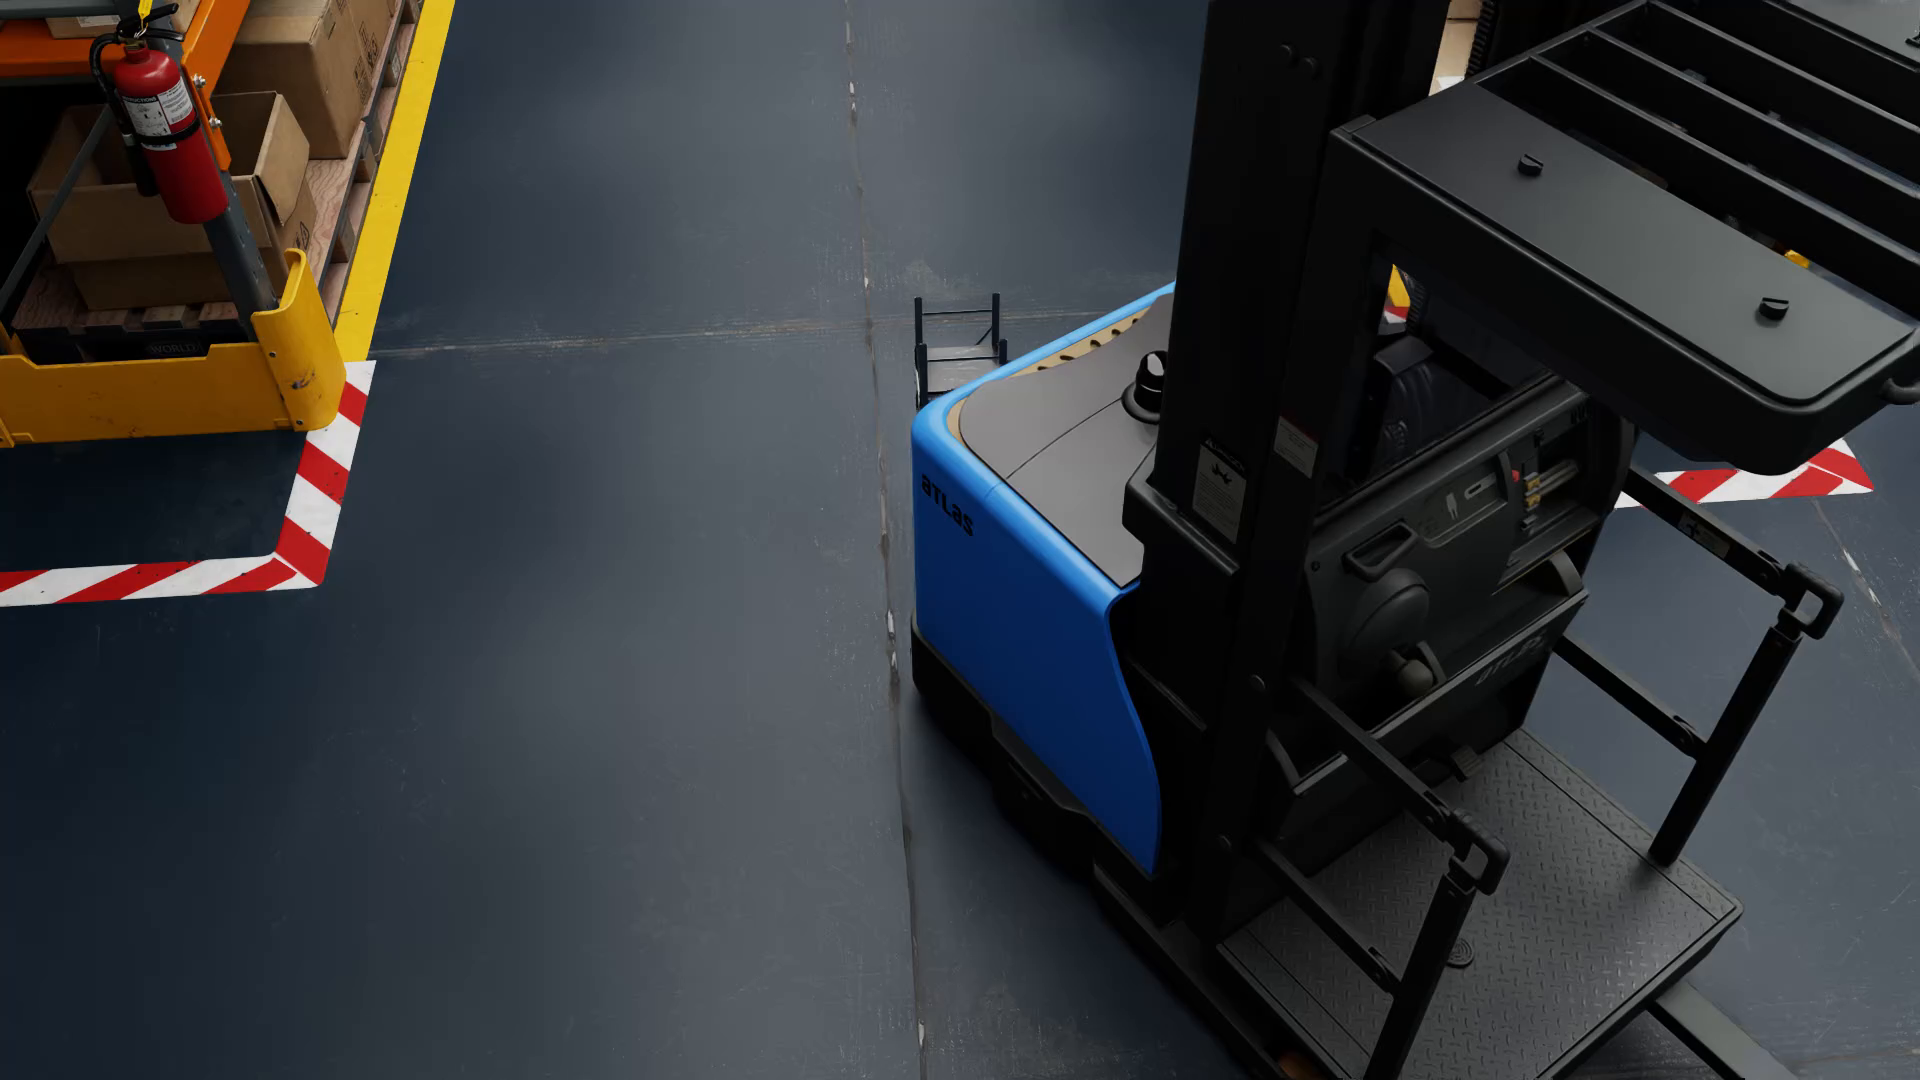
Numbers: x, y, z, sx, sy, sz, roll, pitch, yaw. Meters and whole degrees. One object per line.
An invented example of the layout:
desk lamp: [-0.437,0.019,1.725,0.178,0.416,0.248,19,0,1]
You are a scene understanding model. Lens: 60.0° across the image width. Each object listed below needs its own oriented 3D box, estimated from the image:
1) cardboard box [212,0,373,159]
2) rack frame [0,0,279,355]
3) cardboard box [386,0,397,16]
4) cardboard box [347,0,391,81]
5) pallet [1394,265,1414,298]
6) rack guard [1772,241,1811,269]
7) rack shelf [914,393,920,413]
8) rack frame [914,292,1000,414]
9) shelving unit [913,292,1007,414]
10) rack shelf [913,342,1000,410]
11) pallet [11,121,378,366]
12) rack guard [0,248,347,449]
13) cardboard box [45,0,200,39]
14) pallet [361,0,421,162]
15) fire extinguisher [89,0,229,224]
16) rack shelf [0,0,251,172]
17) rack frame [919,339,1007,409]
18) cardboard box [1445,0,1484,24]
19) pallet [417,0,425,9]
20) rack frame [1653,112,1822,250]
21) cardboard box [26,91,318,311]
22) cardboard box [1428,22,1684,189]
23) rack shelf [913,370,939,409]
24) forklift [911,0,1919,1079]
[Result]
cardboard box: [-2.694,-1.792,6.313,0.700,0.500,0.500,-2,47,-2]
rack frame: [-2.705,-1.438,4.546,1.000,3.000,0.127,-3,47,-3]
cardboard box: [-2.781,-2.543,7.025,0.700,0.500,0.500,-5,47,-5]
cardboard box: [-2.639,-2.180,6.681,0.500,0.500,0.500,-3,47,-3]
pallet: [2.096,-1.357,6.390,1.003,0.211,1.213,-3,47,-3]
rack guard: [2.243,-0.865,5.725,1.175,0.500,0.348,-3,47,-3]
rack shelf: [0.001,-0.343,4.877,0.258,0.077,0.200,-3,47,-3]
rack frame: [-0.008,-0.377,4.987,0.240,0.900,0.006,-3,47,-3]
shelving unit: [0.001,-0.304,4.918,0.258,0.900,0.210,-3,47,-3]
rack shelf: [0.001,-0.466,4.746,0.258,0.077,0.200,-3,47,-3]
pallet: [-2.779,-1.110,6.157,1.003,0.211,1.213,-3,47,-3]
rack guard: [-2.711,-0.633,5.505,1.175,0.500,0.348,-3,47,-3]
cardboard box: [-2.459,-1.606,4.878,0.380,0.149,0.250,-4,47,-4]
pallet: [-2.878,-1.991,6.991,1.003,0.211,1.213,-3,47,-3]
fire extinguisher: [-2.232,-1.205,4.635,0.296,0.674,0.183,-3,47,-3]
rack shelf: [-2.872,-2.637,6.177,1.077,0.370,4.000,-3,47,-3]
rack frame: [0.009,-0.230,4.848,0.240,0.900,0.006,-3,47,-3]
cardboard box: [2.001,-2.139,6.685,0.875,0.438,0.875,-2,47,-2]
pallet: [-2.983,-2.876,7.828,1.003,0.211,1.213,-3,47,-3]
rack frame: [2.241,-1.742,4.834,1.000,3.000,0.127,-3,47,-3]
cardboard box: [-2.662,-1.172,5.724,0.797,0.503,0.637,-5,47,-5]
cardboard box: [2.086,-1.477,6.058,0.875,0.438,0.875,-5,47,-5]
rack shelf: [0.001,-0.404,4.811,0.258,0.077,0.200,-3,47,-3]
forklift: [1.145,0.066,3.169,1.130,2.935,3.031,-28,53,-24]
